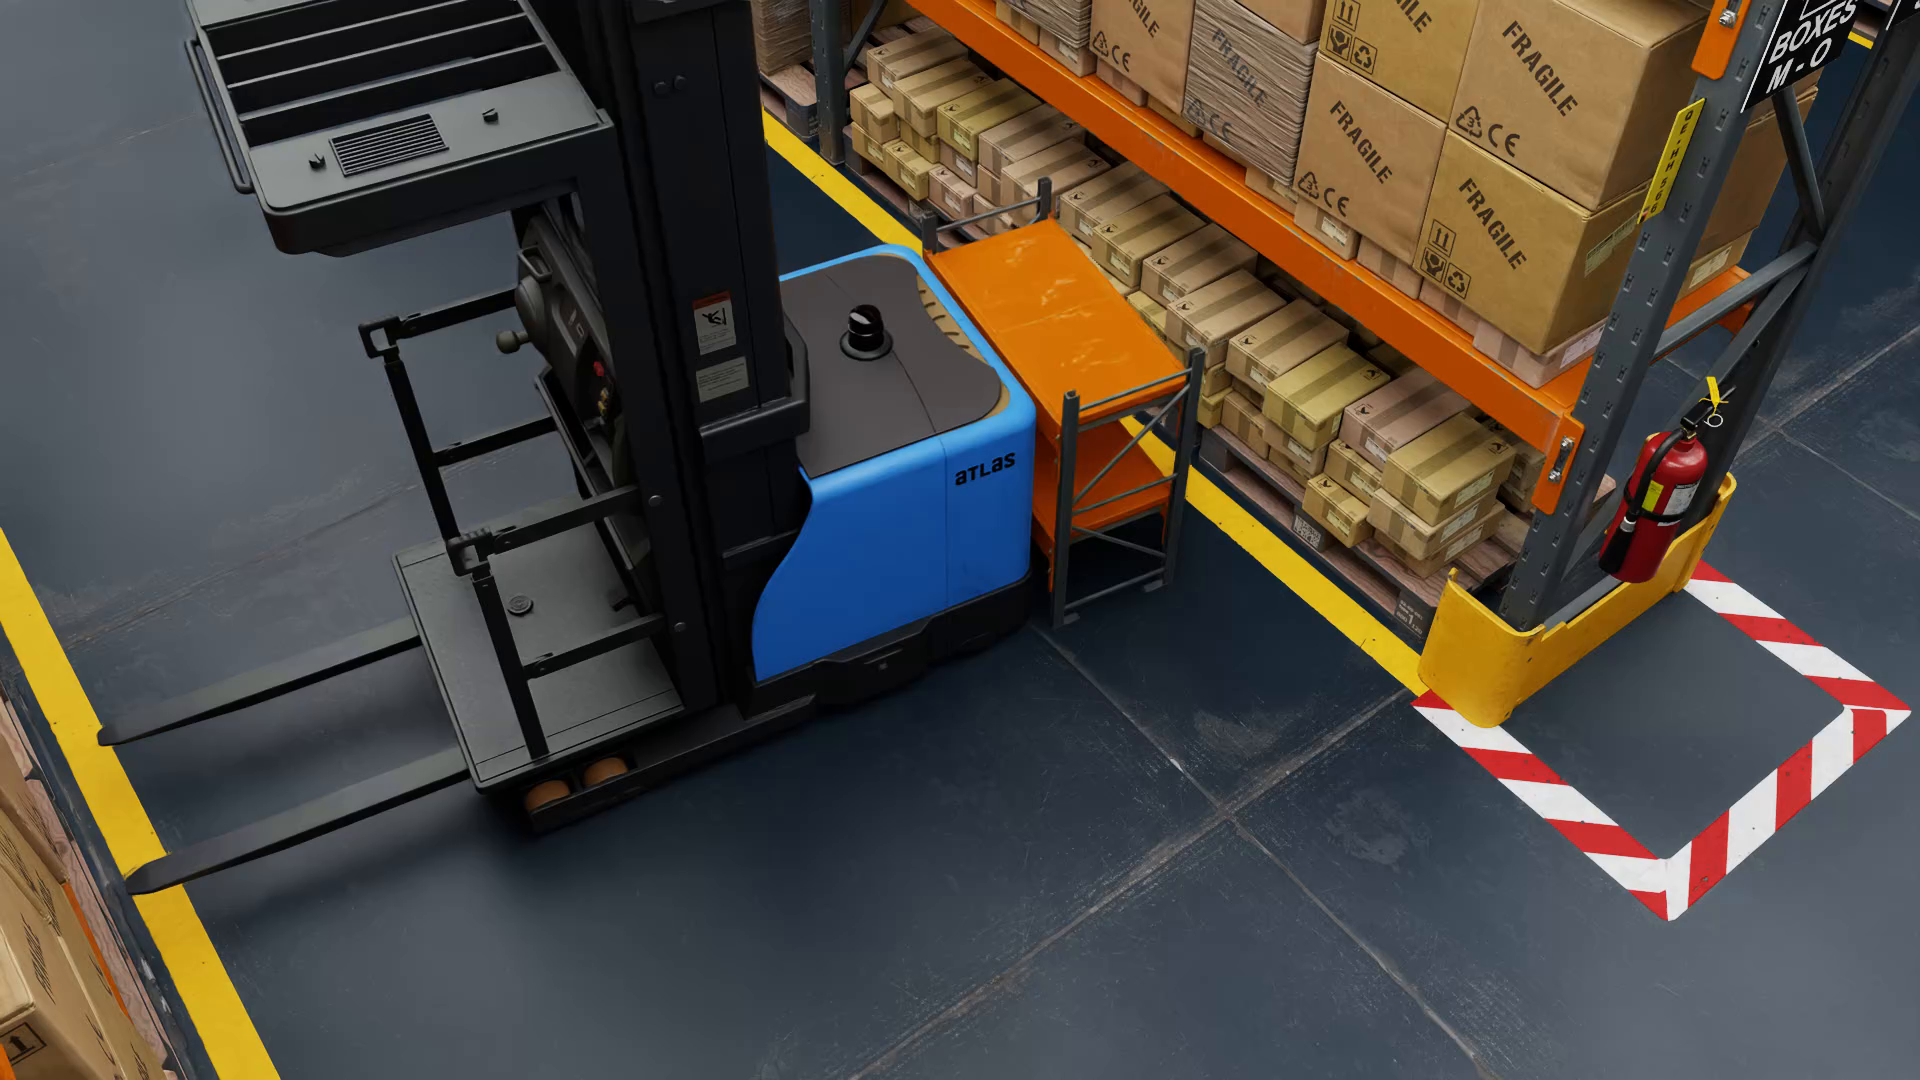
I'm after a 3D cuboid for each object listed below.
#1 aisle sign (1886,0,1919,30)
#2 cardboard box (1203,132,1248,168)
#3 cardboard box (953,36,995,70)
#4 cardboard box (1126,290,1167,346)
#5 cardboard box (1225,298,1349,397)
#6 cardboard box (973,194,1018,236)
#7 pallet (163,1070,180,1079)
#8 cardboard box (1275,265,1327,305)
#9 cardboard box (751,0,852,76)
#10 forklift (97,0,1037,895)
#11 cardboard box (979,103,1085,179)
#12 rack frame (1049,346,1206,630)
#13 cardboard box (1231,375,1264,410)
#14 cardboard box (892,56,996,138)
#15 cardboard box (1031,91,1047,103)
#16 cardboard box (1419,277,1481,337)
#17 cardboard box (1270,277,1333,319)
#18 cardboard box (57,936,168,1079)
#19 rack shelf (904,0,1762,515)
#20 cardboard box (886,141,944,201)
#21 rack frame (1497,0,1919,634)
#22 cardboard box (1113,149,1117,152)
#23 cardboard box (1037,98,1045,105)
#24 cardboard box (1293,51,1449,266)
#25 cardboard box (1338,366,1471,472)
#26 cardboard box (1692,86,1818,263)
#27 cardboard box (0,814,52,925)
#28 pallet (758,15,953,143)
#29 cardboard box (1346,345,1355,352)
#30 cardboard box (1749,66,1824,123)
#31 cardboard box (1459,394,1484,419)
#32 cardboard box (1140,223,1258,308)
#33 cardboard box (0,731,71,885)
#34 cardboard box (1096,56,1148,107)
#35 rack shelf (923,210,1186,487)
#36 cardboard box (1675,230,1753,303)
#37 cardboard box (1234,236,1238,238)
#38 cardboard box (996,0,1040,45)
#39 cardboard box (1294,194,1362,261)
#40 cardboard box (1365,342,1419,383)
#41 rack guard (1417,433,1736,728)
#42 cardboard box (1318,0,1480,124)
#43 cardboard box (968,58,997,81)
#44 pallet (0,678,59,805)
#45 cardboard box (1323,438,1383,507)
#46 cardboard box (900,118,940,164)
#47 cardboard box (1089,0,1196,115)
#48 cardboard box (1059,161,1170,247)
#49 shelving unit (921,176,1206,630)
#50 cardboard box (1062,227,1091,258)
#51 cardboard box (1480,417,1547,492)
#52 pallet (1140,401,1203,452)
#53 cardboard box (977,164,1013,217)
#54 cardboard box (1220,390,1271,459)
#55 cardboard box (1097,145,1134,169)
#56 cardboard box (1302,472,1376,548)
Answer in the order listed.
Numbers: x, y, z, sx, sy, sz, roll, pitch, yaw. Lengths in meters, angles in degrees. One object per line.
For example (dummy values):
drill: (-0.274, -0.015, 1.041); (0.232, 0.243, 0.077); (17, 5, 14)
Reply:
aisle sign: (2.474, -1.629, 3.947); (0.394, 0.787, 0.004); (-29, 54, -24)
cardboard box: (1.059, -1.444, 5.704); (0.380, 0.149, 0.250); (-32, 55, -25)
cardboard box: (0.192, -2.313, 7.562); (0.380, 0.149, 0.250); (-28, 54, -23)
cardboard box: (0.864, -0.895, 6.477); (0.380, 0.149, 0.250); (-27, 53, -22)
cardboard box: (1.198, -0.697, 6.096); (0.380, 0.149, 0.250); (-31, 55, -25)
cardboard box: (0.280, -1.440, 7.172); (0.380, 0.149, 0.250); (-30, 55, -25)
pallet: (-2.234, 2.116, 4.189); (1.003, 0.211, 1.213); (-29, 54, -24)
cardboard box: (1.454, -1.100, 6.462); (0.380, 0.149, 0.250); (-27, 53, -23)
cardboard box: (-0.880, -2.648, 8.029); (0.500, 0.500, 0.500); (-30, 55, -25)
forklift: (-1.295, -0.498, 4.723); (3.031, 2.935, 1.130); (-21, 51, -18)
cardboard box: (0.301, -1.651, 6.961); (0.380, 0.149, 0.250); (-31, 55, -25)
rack frame: (0.551, -0.148, 5.625); (0.500, 1.125, 0.032); (-20, 51, -17)
cardboard box: (1.247, -0.641, 6.247); (0.380, 0.149, 0.250); (-30, 54, -24)
cardboard box: (-0.068, -1.921, 7.206); (0.380, 0.149, 0.250); (-27, 53, -22)
cardboard box: (0.534, -2.037, 7.311); (0.380, 0.149, 0.250); (-30, 54, -24)
cardboard box: (1.648, -0.809, 5.128); (0.380, 0.149, 0.250); (-29, 54, -24)
cardboard box: (1.433, -0.977, 6.551); (0.380, 0.149, 0.250); (-32, 55, -26)
cardboard box: (-1.750, 1.170, 3.097); (0.500, 0.500, 0.500); (-30, 54, -24)
rack shelf: (0.980, -1.602, 6.163); (1.077, 0.370, 4.000); (-29, 54, -24)
cardboard box: (-0.105, -1.691, 7.399); (0.380, 0.149, 0.250); (-28, 54, -23)
rack frame: (2.191, -0.664, 4.828); (1.000, 3.000, 0.127); (-29, 54, -24)
cardboard box: (0.867, -1.730, 7.033); (0.380, 0.149, 0.250); (-32, 55, -26)
cardboard box: (0.563, -1.959, 7.441); (0.380, 0.149, 0.250); (-31, 55, -25)
cardboard box: (1.406, -1.253, 5.093); (0.500, 0.500, 0.500); (-30, 55, -25)
cardboard box: (1.562, -0.420, 5.845); (0.380, 0.149, 0.250); (-28, 54, -23)
cardboard box: (2.139, -1.186, 5.033); (0.500, 0.500, 0.500); (-27, 53, -22)
cardboard box: (-2.070, 0.534, 2.999); (0.500, 0.500, 0.500); (-31, 55, -25)
pallet: (-0.704, -2.545, 8.414); (1.003, 0.211, 1.213); (-29, 54, -24)
cardboard box: (1.681, -0.761, 6.556); (0.380, 0.149, 0.250); (-29, 54, -24)
cardboard box: (2.130, -1.517, 4.658); (0.500, 0.500, 0.500); (-30, 54, -24)
cardboard box: (1.881, -0.618, 6.024); (0.380, 0.149, 0.250); (-28, 54, -23)
cardboard box: (0.920, -1.035, 6.403); (0.380, 0.149, 0.250); (-31, 55, -25)
cardboard box: (-2.372, 0.577, 3.635); (0.500, 0.500, 0.500); (-30, 54, -24)
cardboard box: (0.715, -1.733, 5.966); (0.380, 0.149, 0.250); (-27, 53, -23)
rack shelf: (0.324, -0.682, 5.714); (0.538, 0.278, 1.000); (-20, 51, -17)
cardboard box: (2.256, -0.918, 5.227); (0.380, 0.149, 0.250); (-30, 54, -24)
cardboard box: (1.080, -1.282, 6.828); (0.380, 0.149, 0.250); (-27, 53, -22)
cardboard box: (0.359, -2.031, 6.236); (0.380, 0.149, 0.250); (-28, 54, -23)
cardboard box: (1.311, -1.090, 5.383); (0.380, 0.149, 0.250); (-28, 54, -23)
cardboard box: (1.739, -0.663, 6.267); (0.380, 0.149, 0.250); (-29, 54, -24)
rack guard: (2.145, 0.130, 5.794); (1.175, 0.500, 0.348); (-29, 54, -24)
cardboard box: (1.409, -1.591, 4.724); (0.500, 0.500, 0.500); (-31, 55, -25)
cardboard box: (0.213, -2.263, 7.717); (0.380, 0.149, 0.250); (-28, 54, -23)
pallet: (-3.711, 0.677, 5.493); (1.003, 0.211, 1.213); (-29, 54, -24)
cardboard box: (1.529, -0.309, 5.946); (0.380, 0.149, 0.250); (-31, 55, -25)
cardboard box: (-0.042, -1.840, 7.333); (0.380, 0.149, 0.250); (-29, 54, -24)
cardboard box: (0.798, -1.847, 5.631); (0.500, 0.500, 0.500); (-27, 53, -22)
cardboard box: (0.621, -1.340, 6.680); (0.380, 0.149, 0.250); (-32, 55, -25)
shelving unit: (0.324, -0.485, 5.931); (0.538, 1.125, 1.048); (-20, 51, -17)
cardboard box: (0.546, -1.202, 6.755); (0.380, 0.149, 0.250); (-30, 54, -24)
cardboard box: (2.078, -0.372, 6.002); (0.380, 0.149, 0.250); (-27, 53, -23)
pallet: (0.947, -0.986, 7.002); (1.003, 0.211, 1.213); (-29, 54, -24)
cardboard box: (0.296, -1.552, 7.072); (0.380, 0.149, 0.250); (-32, 55, -26)
cardboard box: (1.219, -0.505, 6.324); (0.380, 0.149, 0.250); (-29, 54, -24)
cardboard box: (0.806, -1.626, 7.139); (0.380, 0.149, 0.250); (-28, 54, -23)
cardboard box: (1.470, -0.171, 6.021); (0.380, 0.149, 0.250); (-28, 54, -23)
